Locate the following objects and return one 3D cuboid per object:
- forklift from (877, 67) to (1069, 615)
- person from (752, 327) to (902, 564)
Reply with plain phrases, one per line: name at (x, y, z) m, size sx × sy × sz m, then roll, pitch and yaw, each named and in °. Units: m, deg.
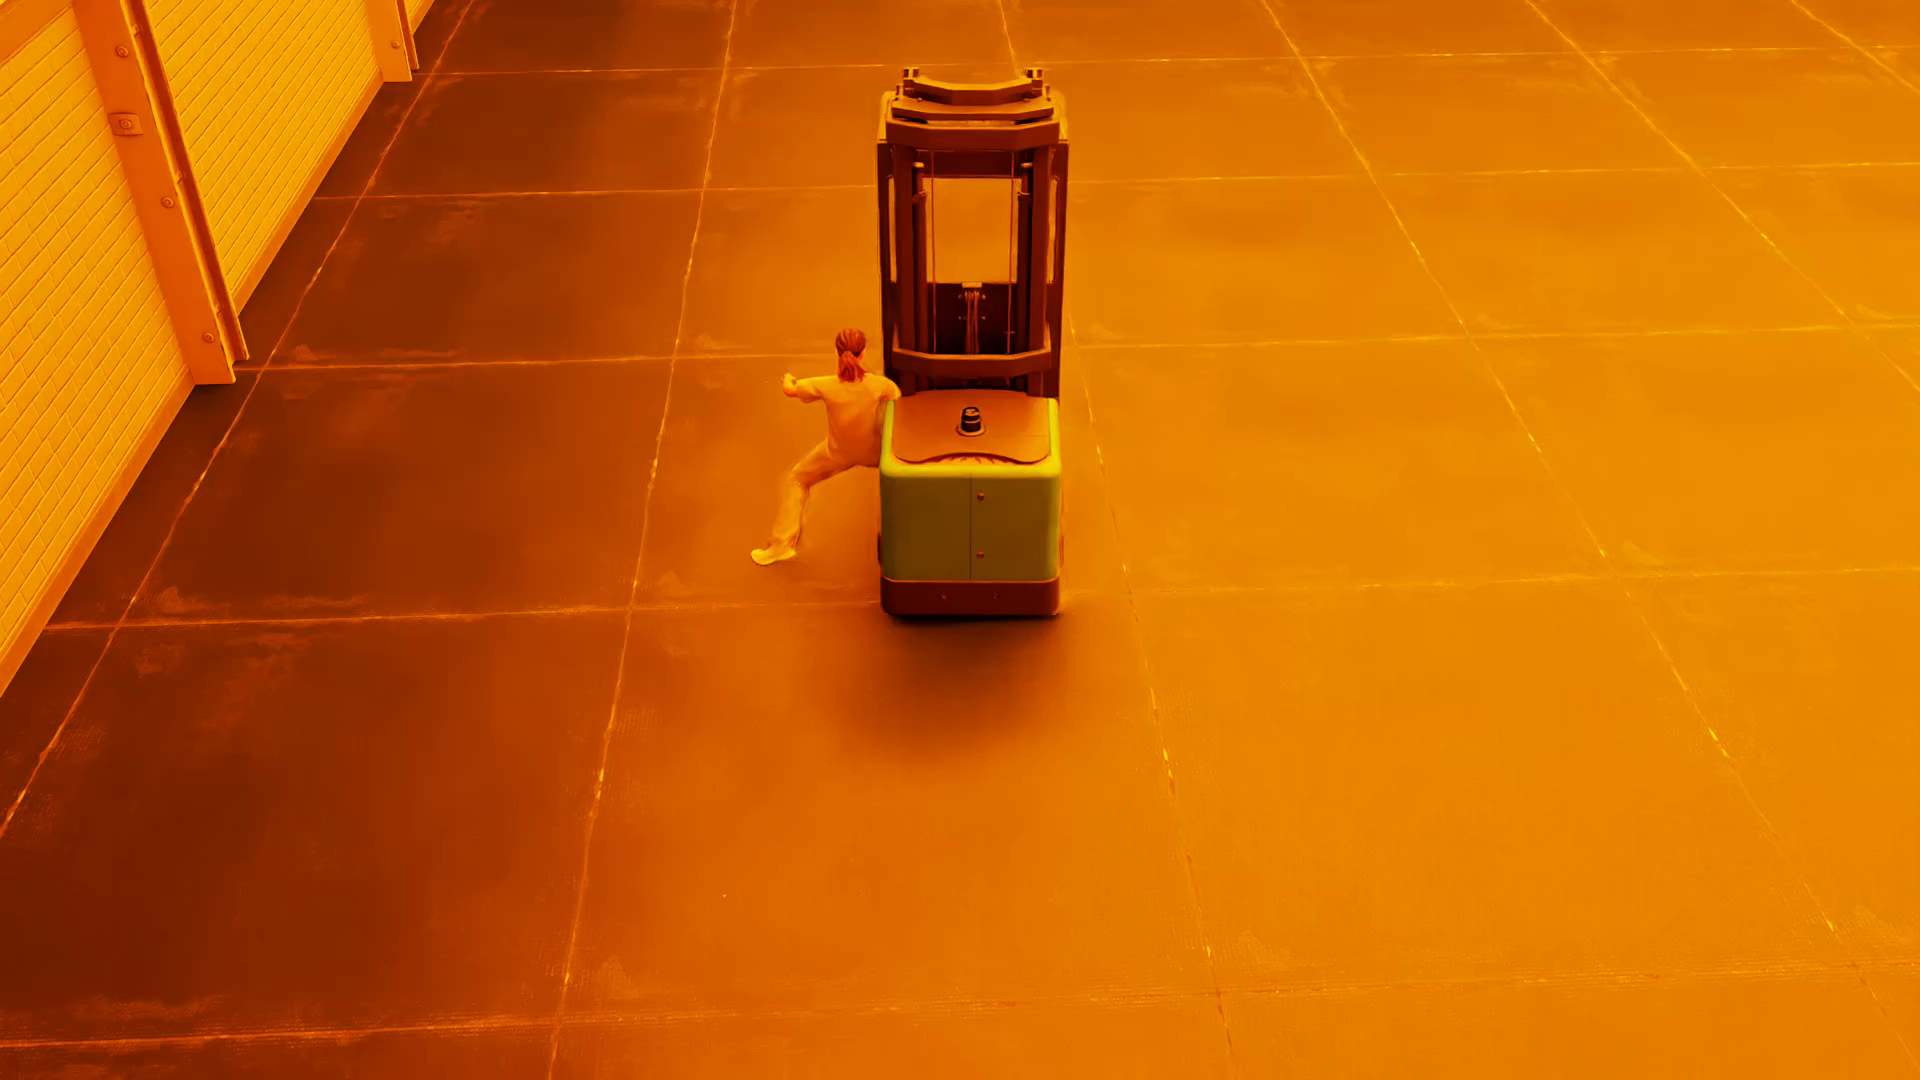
forklift at (0.075, -1.580, 10.180) m, size 1.130 × 2.935 × 3.031 m, roll 0°, pitch 36°, yaw 0°
person at (-0.694, -0.673, 10.159) m, size 1.227 × 1.480 × 0.861 m, roll -2°, pitch 36°, yaw -3°
